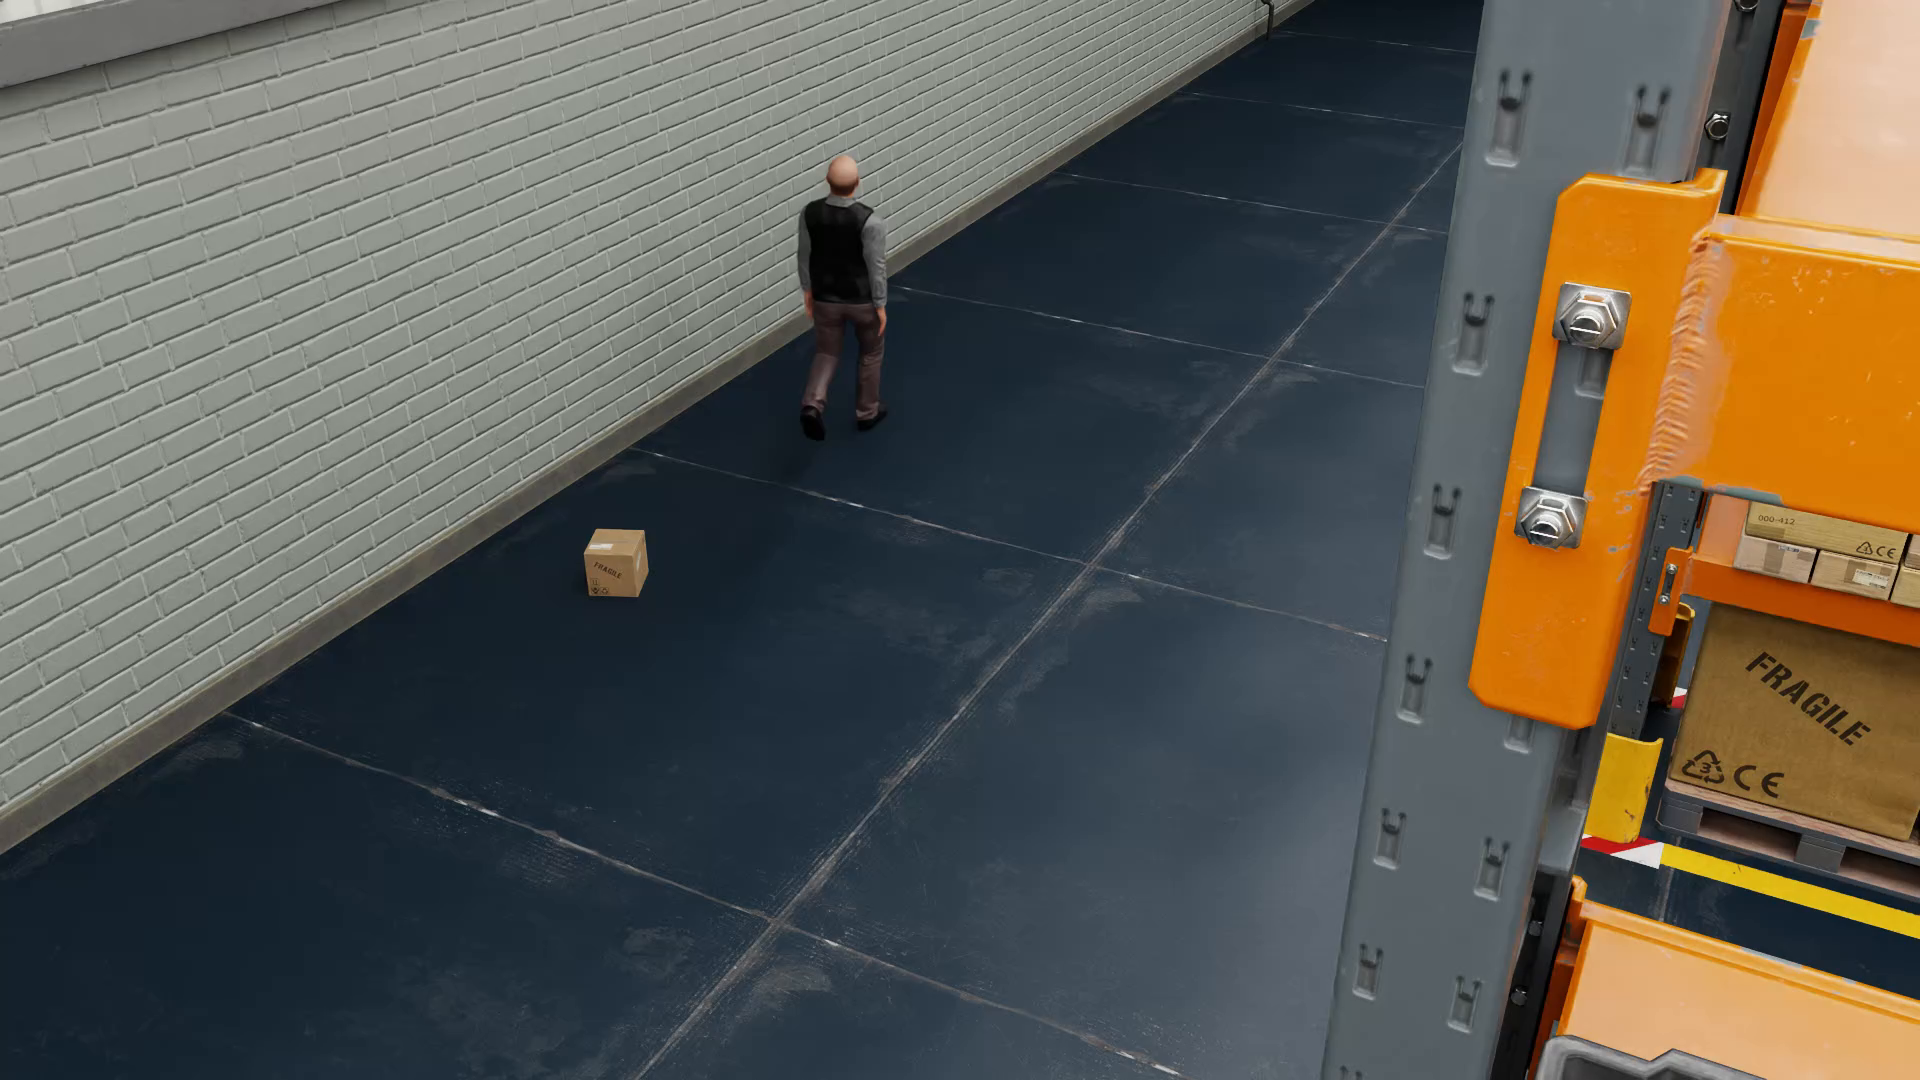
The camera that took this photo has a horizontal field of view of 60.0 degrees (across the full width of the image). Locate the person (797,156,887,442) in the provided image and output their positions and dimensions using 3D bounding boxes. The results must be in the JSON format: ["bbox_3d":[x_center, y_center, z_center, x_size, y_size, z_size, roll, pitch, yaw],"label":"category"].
[{"bbox_3d":[-0.667,-1.369,9.528,0.543,1.697,0.784,8,31,13],"label":"person"}]
